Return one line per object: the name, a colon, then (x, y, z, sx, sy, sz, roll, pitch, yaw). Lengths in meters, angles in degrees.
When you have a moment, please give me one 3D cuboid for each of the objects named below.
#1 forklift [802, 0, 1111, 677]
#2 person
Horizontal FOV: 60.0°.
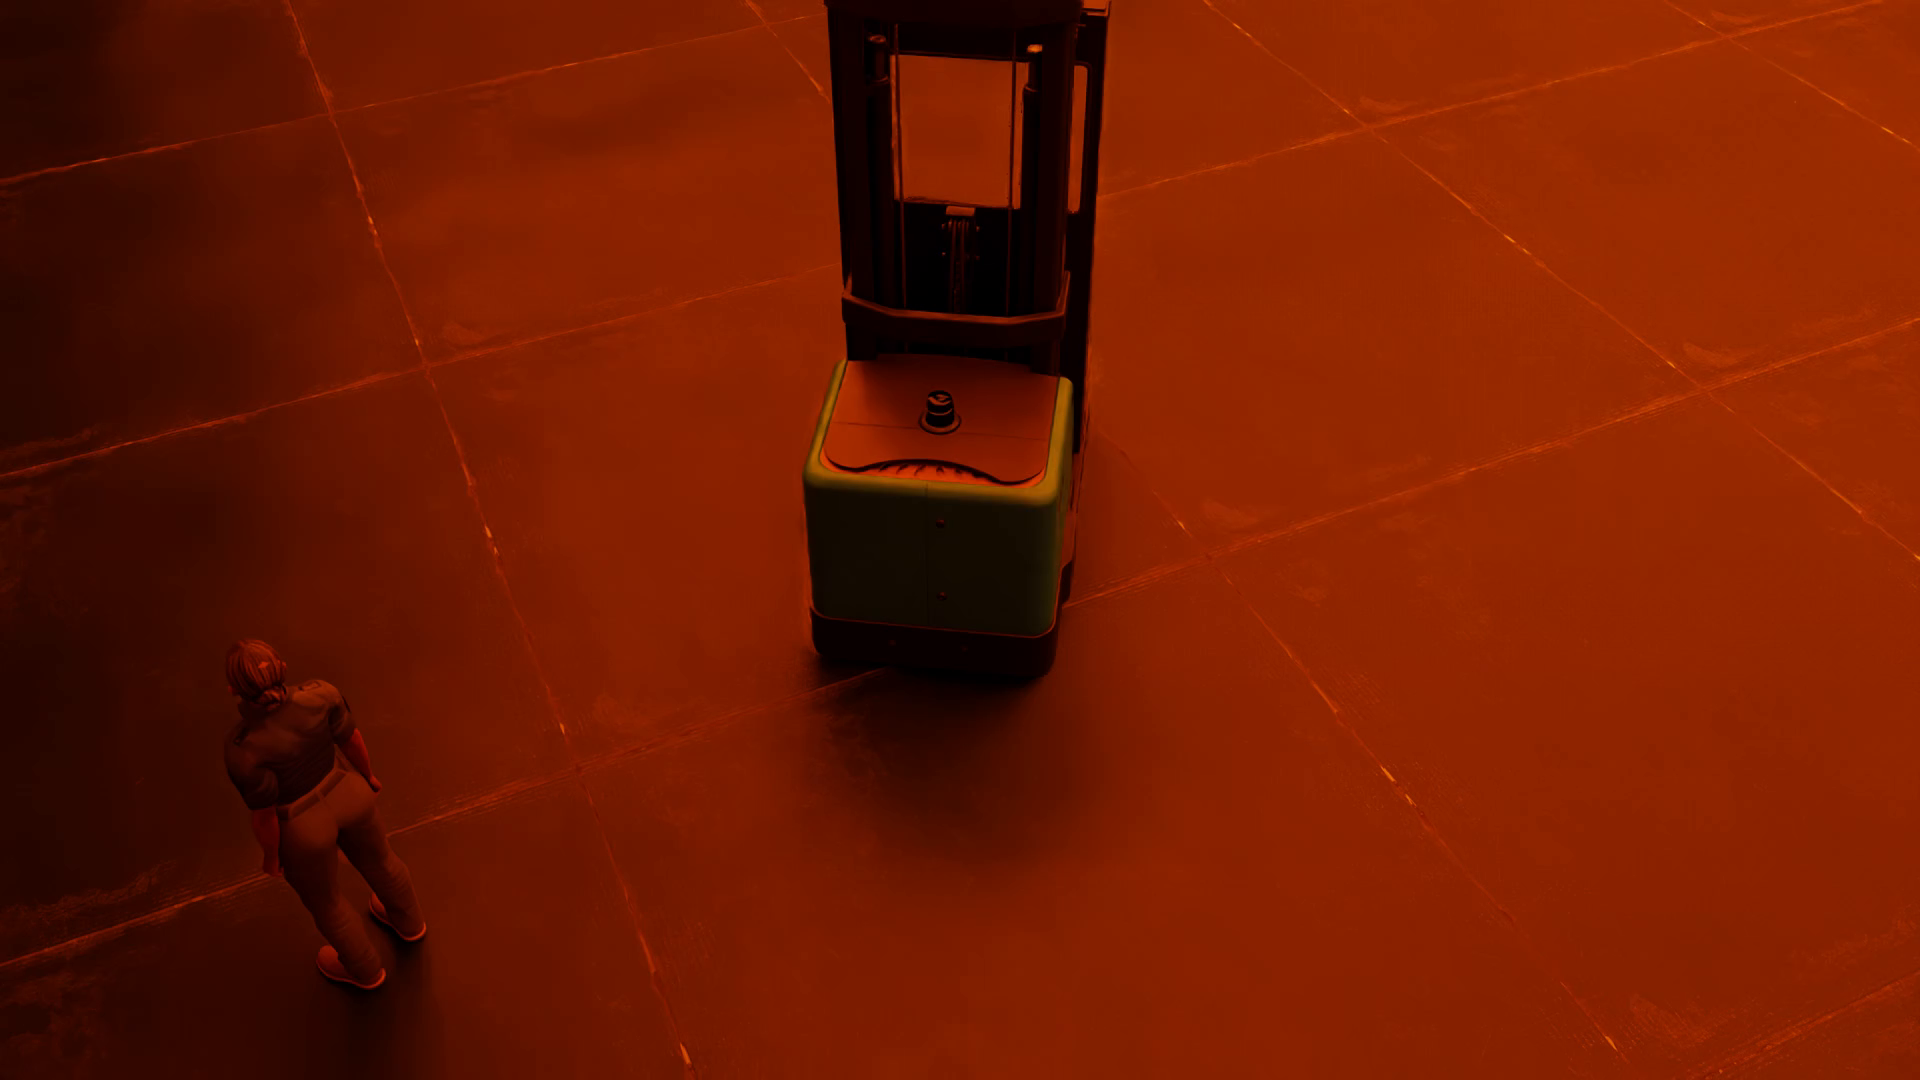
forklift: (0.061, -1.498, 7.285, 1.130, 2.935, 3.031, 5, 43, 5)
person: (-2.188, 0.917, 5.632, 0.335, 1.663, 0.475, 25, 49, 24)
